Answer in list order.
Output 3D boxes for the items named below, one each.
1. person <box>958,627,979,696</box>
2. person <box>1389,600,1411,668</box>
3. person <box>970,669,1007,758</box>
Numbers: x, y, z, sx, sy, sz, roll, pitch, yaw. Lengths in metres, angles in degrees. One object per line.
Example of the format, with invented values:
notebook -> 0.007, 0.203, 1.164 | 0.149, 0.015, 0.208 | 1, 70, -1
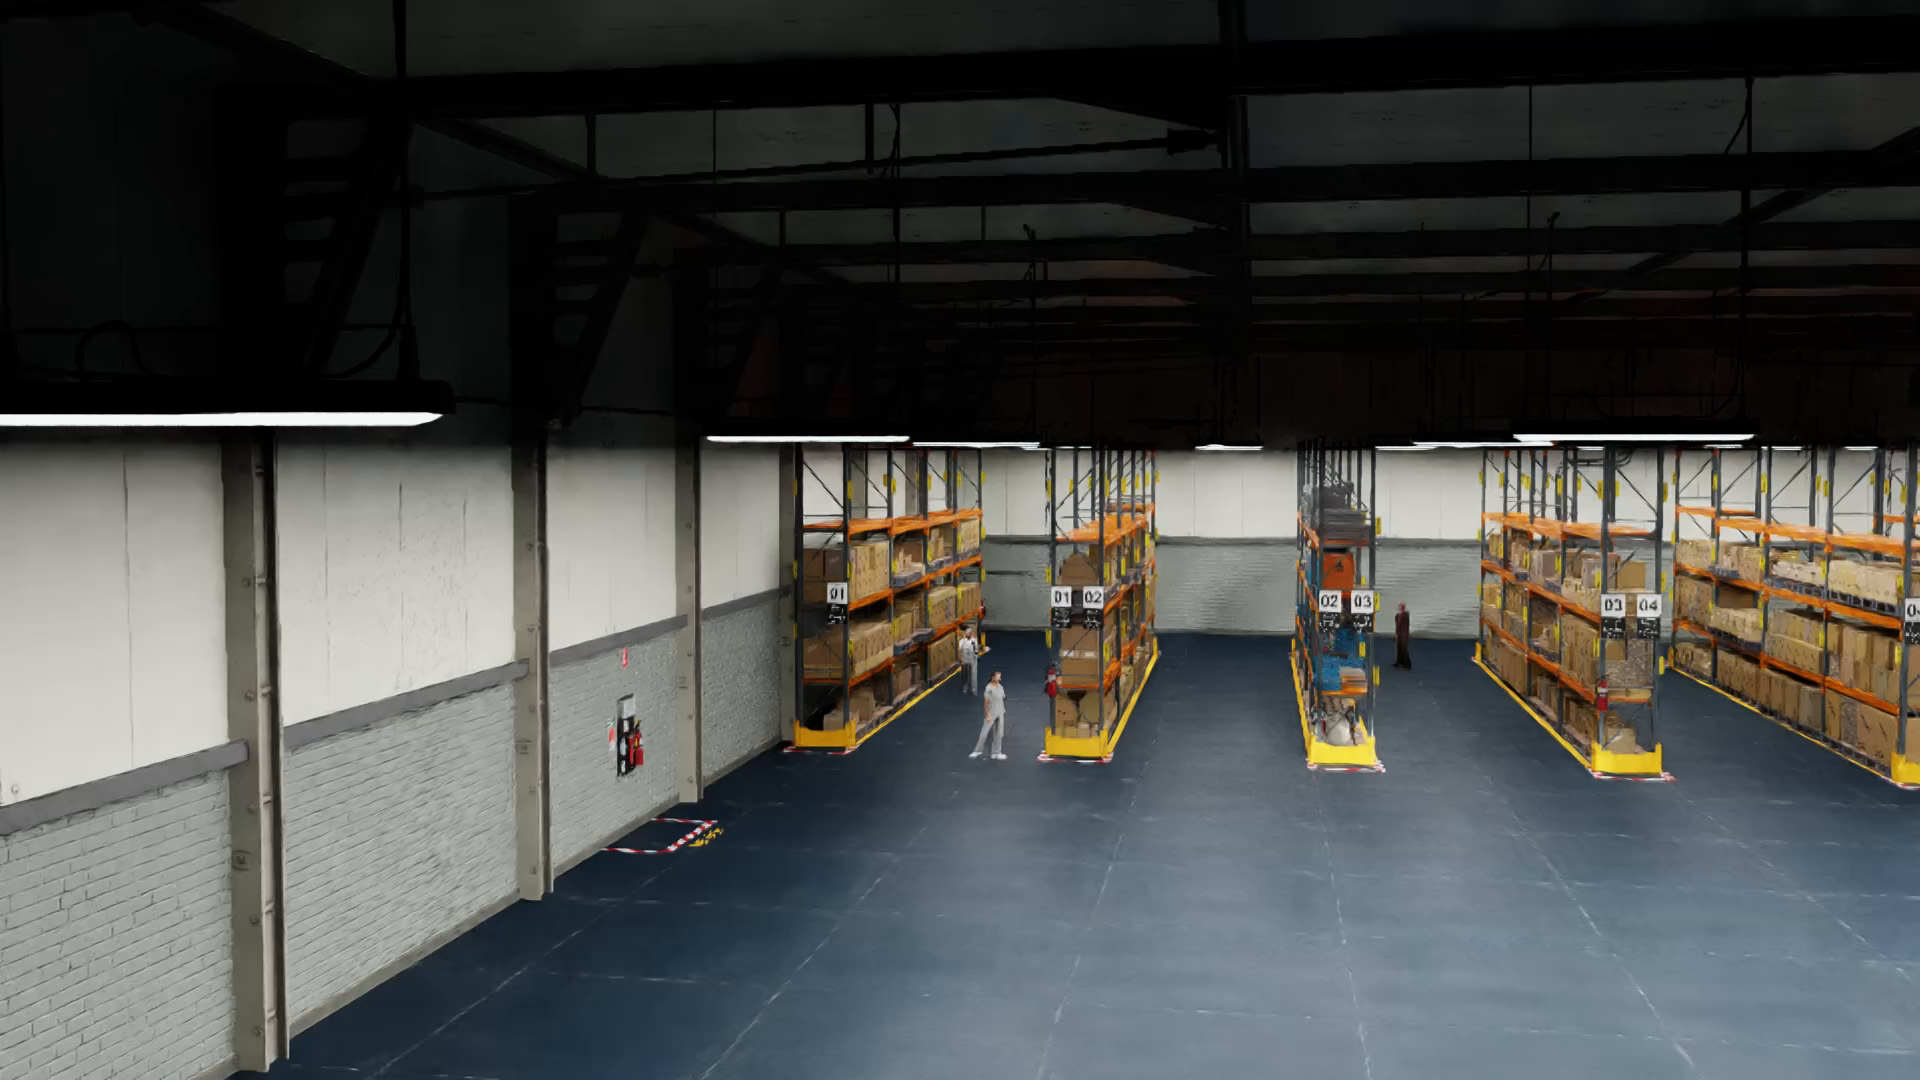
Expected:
person -> 0.203, 2.840, 39.132 | 0.491, 1.598, 1.000 | 0, 3, 1
person -> 11.694, 2.485, 44.122 | 0.649, 1.772, 0.699 | 2, 3, 29
person -> 0.514, 3.251, 31.041 | 0.649, 1.667, 0.466 | -2, 4, -35
